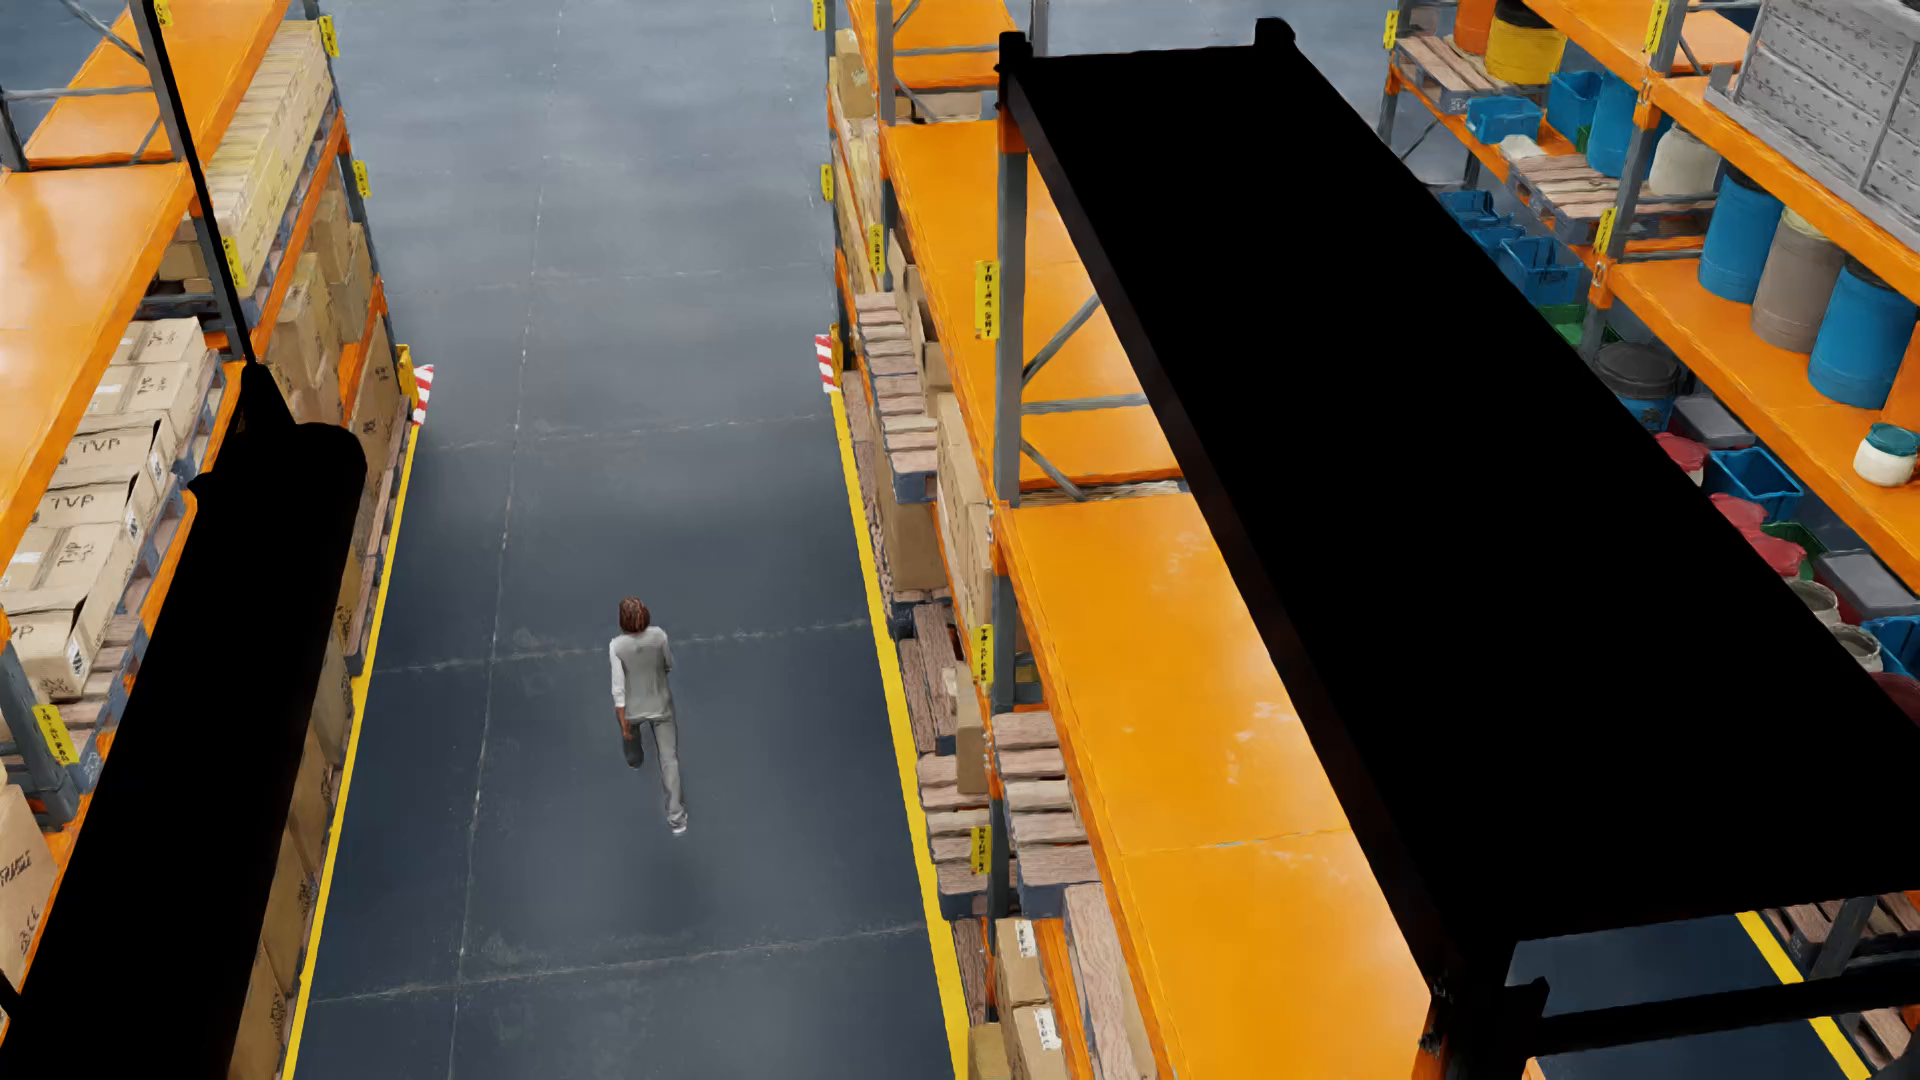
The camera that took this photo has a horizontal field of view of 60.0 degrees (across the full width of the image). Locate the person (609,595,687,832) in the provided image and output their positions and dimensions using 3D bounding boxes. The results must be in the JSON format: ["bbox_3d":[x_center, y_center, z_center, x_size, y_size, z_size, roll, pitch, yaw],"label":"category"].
[{"bbox_3d":[-1.943,0.998,10.320,0.412,1.514,0.954,-10,38,-14],"label":"person"}]
